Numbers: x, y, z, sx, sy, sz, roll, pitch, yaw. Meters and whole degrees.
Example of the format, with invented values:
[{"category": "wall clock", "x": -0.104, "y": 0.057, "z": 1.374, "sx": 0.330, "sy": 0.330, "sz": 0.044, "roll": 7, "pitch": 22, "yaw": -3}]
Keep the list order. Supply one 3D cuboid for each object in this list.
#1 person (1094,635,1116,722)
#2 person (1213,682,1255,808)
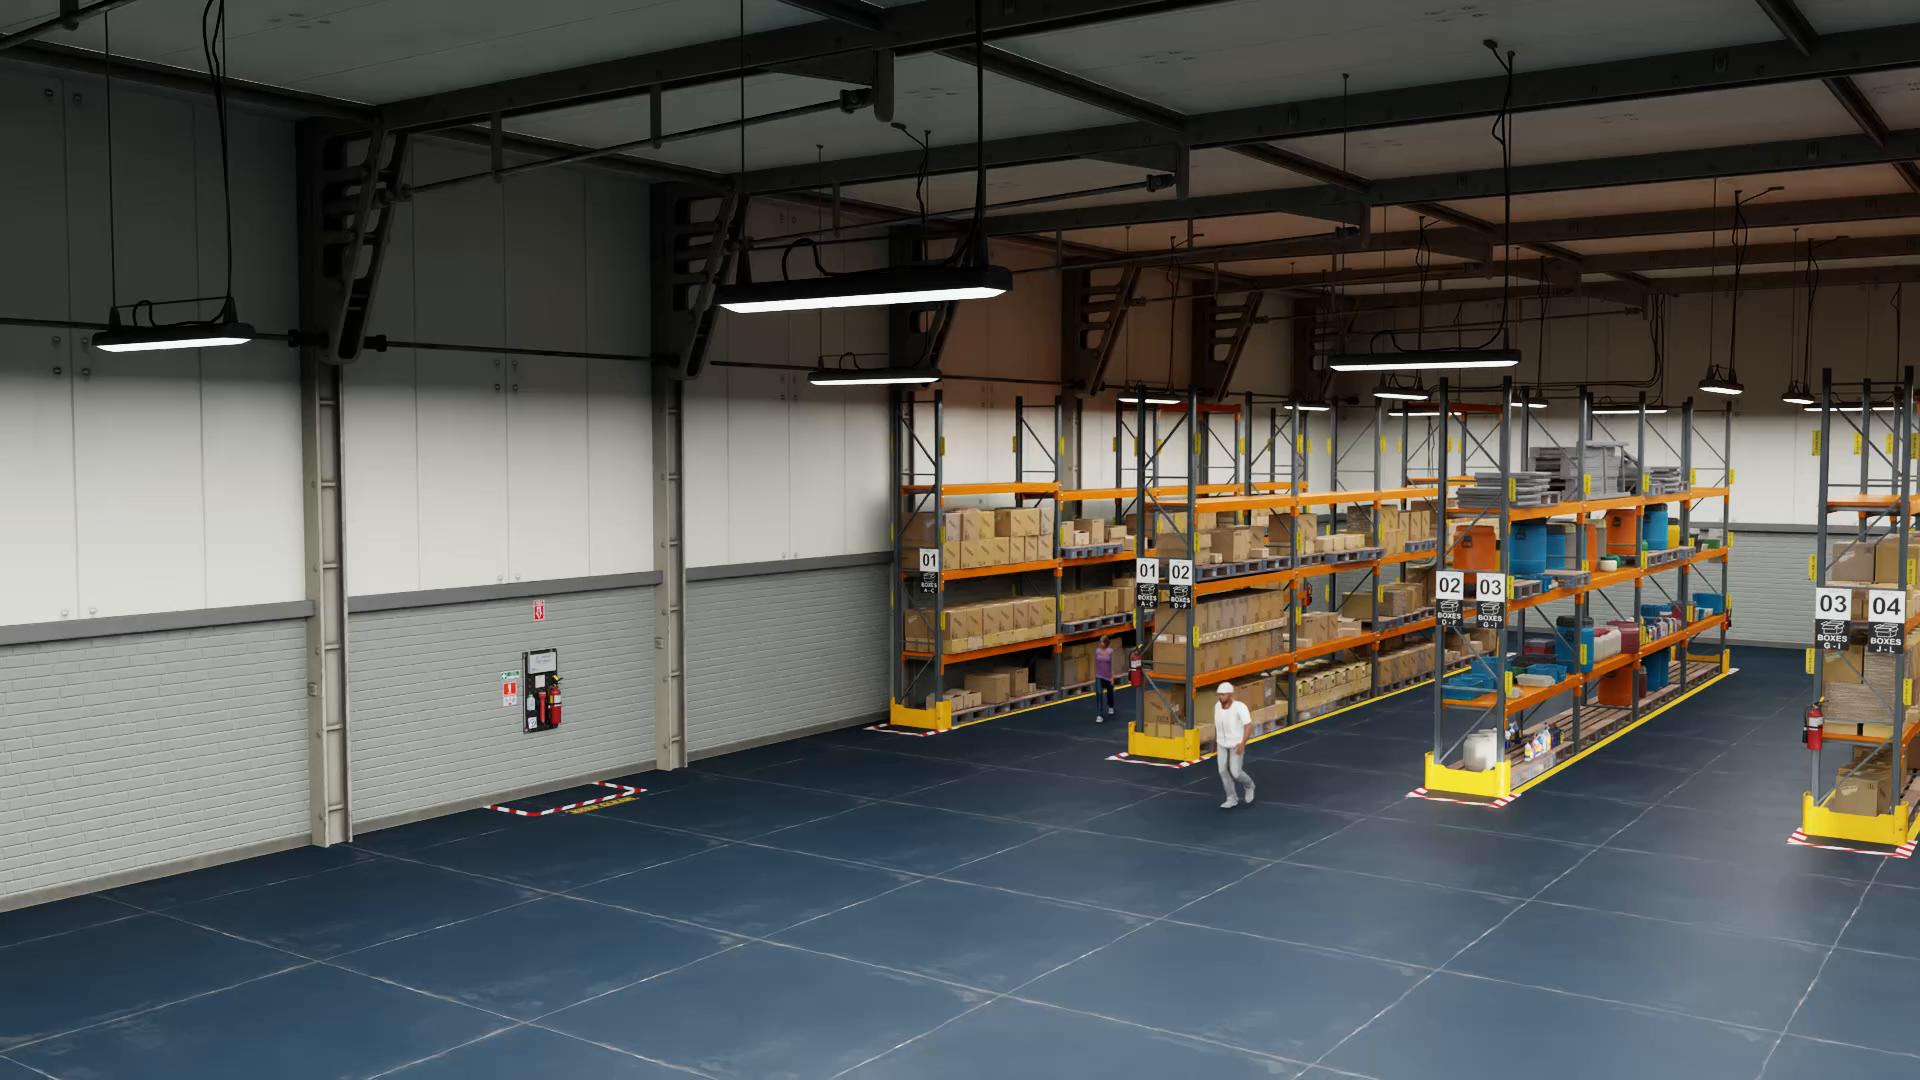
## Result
[{"category": "person", "x": 2.644, "y": 2.501, "z": 30.335, "sx": 0.414, "sy": 1.540, "sz": 0.980, "roll": 1, "pitch": 3, "yaw": 10}, {"category": "person", "x": 3.815, "y": 2.834, "z": 23.133, "sx": 0.636, "sy": 1.739, "sz": 0.678, "roll": 3, "pitch": 4, "yaw": 44}]
